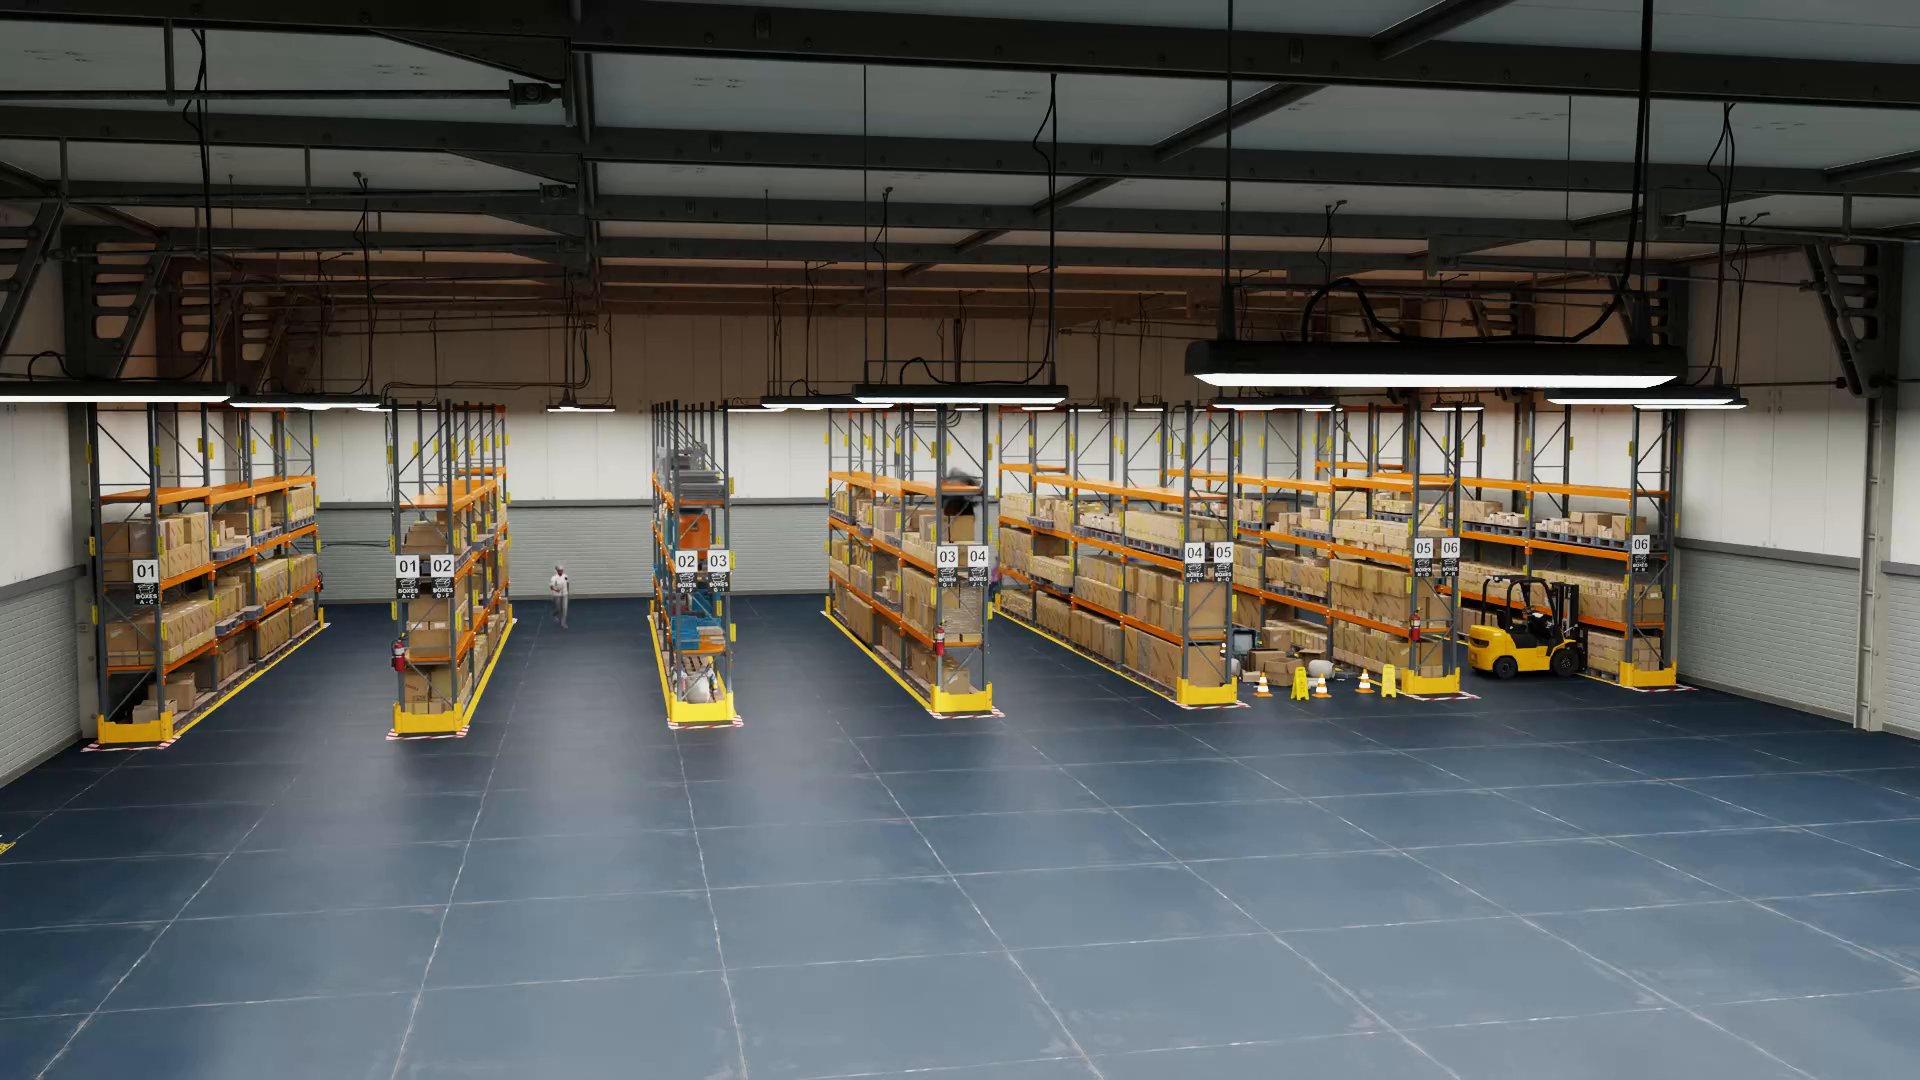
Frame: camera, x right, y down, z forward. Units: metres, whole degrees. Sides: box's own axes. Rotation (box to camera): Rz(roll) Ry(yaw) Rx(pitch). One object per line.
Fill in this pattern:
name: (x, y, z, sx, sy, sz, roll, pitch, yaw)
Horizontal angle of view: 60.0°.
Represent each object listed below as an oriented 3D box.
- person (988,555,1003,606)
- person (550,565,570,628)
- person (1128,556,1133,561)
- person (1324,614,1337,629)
person: (1.055, 1.224, 49.666, 0.481, 1.550, 0.600, 0, 4, -3)
person: (-10.791, 1.510, 44.916, 0.578, 1.692, 0.864, -3, 5, -32)
person: (5.182, 0.998, 52.146, 0.558, 1.612, 0.574, -3, 5, -33)
person: (9.532, 1.642, 42.596, 0.669, 1.699, 0.981, -1, 4, -16)
